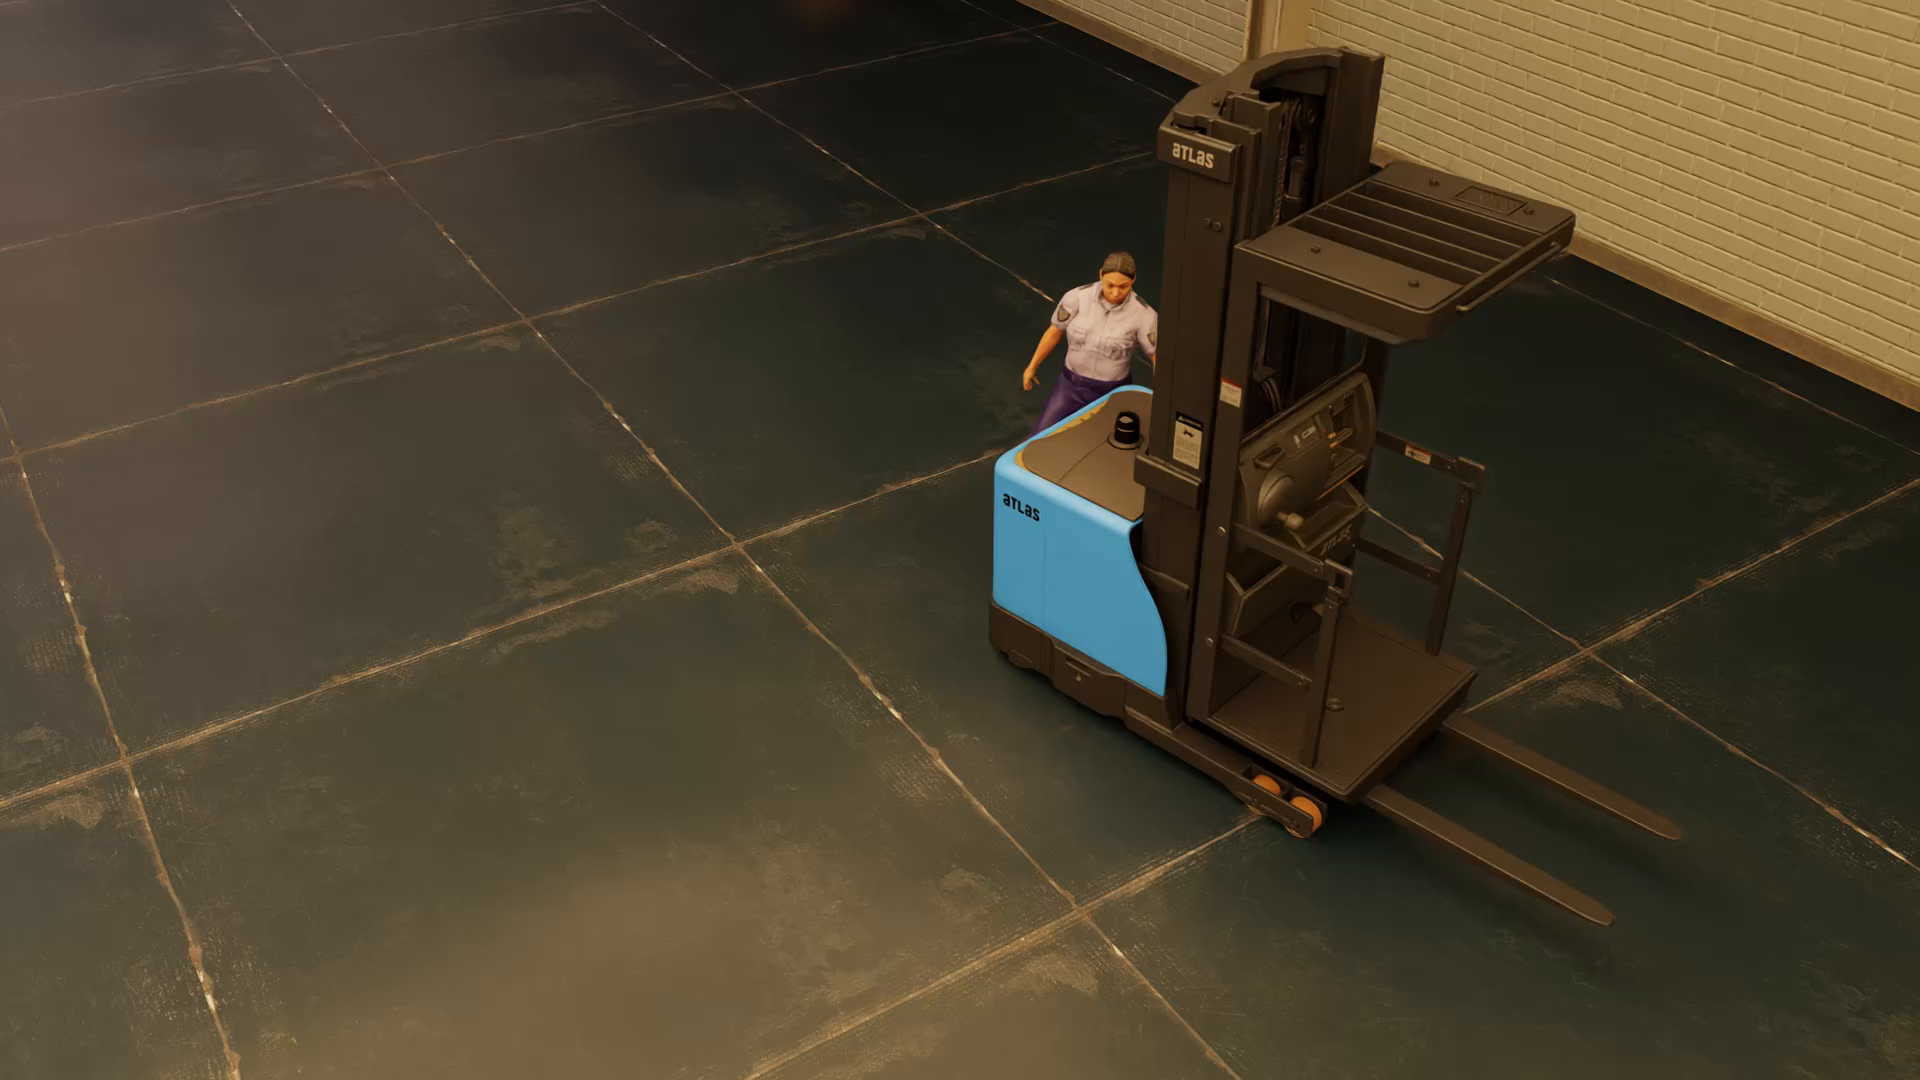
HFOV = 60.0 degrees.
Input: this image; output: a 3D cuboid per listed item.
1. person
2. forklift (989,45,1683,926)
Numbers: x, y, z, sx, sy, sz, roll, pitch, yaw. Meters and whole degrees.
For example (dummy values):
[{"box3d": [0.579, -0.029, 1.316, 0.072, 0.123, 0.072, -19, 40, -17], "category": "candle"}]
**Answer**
[{"box3d": [0.699, -0.743, 8.436, 0.850, 1.550, 0.545, 15, 38, 20], "category": "person"}, {"box3d": [1.557, -0.302, 6.577, 3.031, 2.935, 1.130, 28, 44, 34], "category": "forklift"}]
